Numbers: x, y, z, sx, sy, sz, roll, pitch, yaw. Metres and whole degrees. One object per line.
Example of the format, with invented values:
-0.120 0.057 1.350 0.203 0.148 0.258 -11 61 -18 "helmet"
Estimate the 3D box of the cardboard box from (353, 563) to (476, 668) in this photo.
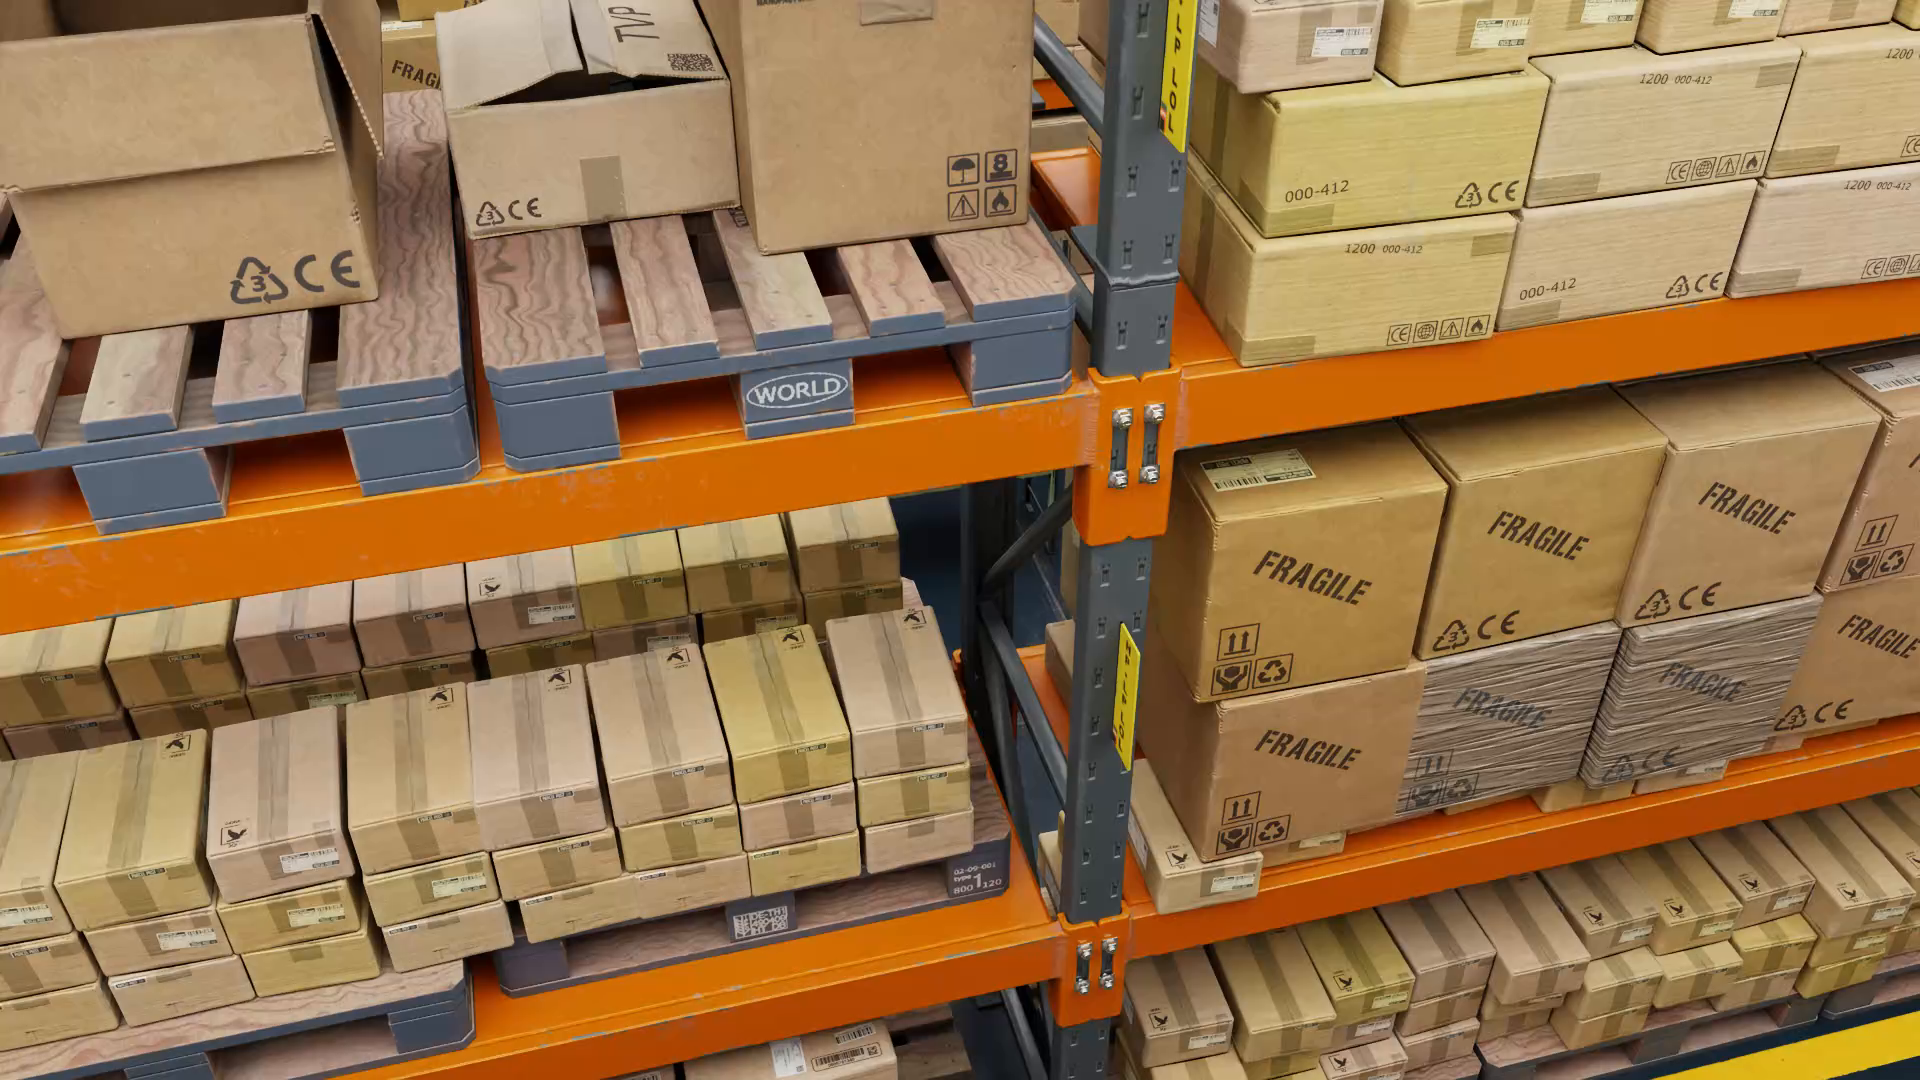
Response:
-1.314 0.114 4.003 0.250 0.149 0.380 -10 38 -12 "cardboard box"

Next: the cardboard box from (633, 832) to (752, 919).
-0.633 0.651 3.791 0.250 0.149 0.380 -9 38 -12 "cardboard box"

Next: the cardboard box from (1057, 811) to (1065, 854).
0.467 0.979 5.012 0.250 0.149 0.380 -8 38 -11 "cardboard box"

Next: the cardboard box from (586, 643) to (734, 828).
-0.655 0.417 3.608 0.250 0.149 0.380 -11 39 -13 "cardboard box"

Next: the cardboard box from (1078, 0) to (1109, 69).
0.570 -1.093 3.454 0.500 0.250 0.500 -11 39 -14 "cardboard box"

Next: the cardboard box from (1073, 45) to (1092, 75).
0.619 -2.424 8.156 0.250 0.149 0.380 -9 38 -11 "cardboard box"

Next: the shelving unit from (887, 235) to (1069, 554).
-0.006 -0.595 6.793 0.755 1.500 0.431 -9 38 -12 "shelving unit"

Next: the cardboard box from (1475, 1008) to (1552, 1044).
1.592 1.311 5.068 0.250 0.149 0.380 -11 39 -14 "cardboard box"

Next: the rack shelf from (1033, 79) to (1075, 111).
0.926 -2.497 8.638 4.000 0.370 1.077 -9 38 -12 "rack shelf"

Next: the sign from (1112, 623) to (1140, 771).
0.339 0.324 3.404 0.005 0.325 0.100 -9 38 -12 "sign"

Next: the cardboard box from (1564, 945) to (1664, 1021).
1.864 1.211 4.954 0.250 0.149 0.380 -10 38 -12 "cardboard box"

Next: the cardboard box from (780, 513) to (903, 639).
-0.309 0.067 4.310 0.250 0.149 0.380 -9 38 -11 "cardboard box"

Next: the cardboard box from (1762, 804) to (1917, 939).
2.622 0.988 5.001 0.250 0.149 0.380 -8 38 -10 "cardboard box"

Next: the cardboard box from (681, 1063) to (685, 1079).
-0.592 1.247 4.863 0.500 0.500 0.500 -8 38 -10 "cardboard box"

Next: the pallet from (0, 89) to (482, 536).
-1.433 -0.456 3.063 1.003 0.211 1.213 -9 38 -12 "pallet"

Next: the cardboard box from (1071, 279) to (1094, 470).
0.574 -0.329 4.061 0.500 0.500 0.500 -11 39 -14 "cardboard box"

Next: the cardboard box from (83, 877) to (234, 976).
-1.649 0.699 3.484 0.250 0.149 0.380 -8 38 -10 "cardboard box"

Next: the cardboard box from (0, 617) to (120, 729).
-2.068 0.240 3.840 0.250 0.149 0.380 -8 38 -10 "cardboard box"

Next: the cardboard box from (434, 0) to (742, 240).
-0.713 -0.847 3.148 0.500 0.311 0.500 -10 39 -13 "cardboard box"

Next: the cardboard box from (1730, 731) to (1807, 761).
2.055 0.399 4.466 0.250 0.149 0.380 -8 38 -10 "cardboard box"

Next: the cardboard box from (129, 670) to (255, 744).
-1.819 0.316 3.985 0.250 0.149 0.380 -10 39 -13 "cardboard box"

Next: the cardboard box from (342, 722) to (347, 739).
-1.569 0.395 4.126 0.250 0.149 0.380 -10 39 -13 "cardboard box"

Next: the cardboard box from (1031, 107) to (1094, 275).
0.522 -1.989 8.785 0.875 0.875 0.875 -9 38 -12 "cardboard box"

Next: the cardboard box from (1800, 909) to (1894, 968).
2.620 1.097 5.103 0.250 0.149 0.380 -9 38 -11 "cardboard box"

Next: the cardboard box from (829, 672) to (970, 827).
-0.142 0.453 3.805 0.250 0.149 0.380 -8 38 -11 "cardboard box"

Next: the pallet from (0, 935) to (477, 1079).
-1.770 0.831 3.852 1.213 0.211 1.003 -9 38 -12 "pallet"

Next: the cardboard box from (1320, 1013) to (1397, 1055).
1.071 1.284 4.858 0.250 0.149 0.380 -10 38 -12 "cardboard box"

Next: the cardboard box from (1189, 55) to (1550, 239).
0.718 -0.807 3.079 0.500 0.250 0.500 -8 38 -10 "cardboard box"

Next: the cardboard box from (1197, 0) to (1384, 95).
0.535 -0.933 2.917 0.250 0.149 0.380 -10 39 -13 "cardboard box"

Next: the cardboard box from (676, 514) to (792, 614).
-0.577 -0.004 4.157 0.250 0.149 0.380 -8 38 -11 "cardboard box"

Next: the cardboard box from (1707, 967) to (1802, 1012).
2.365 1.244 5.156 0.250 0.149 0.380 -9 38 -11 "cardboard box"

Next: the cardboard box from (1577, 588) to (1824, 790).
1.706 0.229 4.154 0.500 0.500 0.500 -10 39 -13 "cardboard box"

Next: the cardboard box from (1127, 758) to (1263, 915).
0.550 0.706 4.065 0.250 0.149 0.380 -8 38 -10 "cardboard box"

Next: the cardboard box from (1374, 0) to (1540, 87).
0.807 -0.957 2.947 0.250 0.149 0.380 -11 39 -14 "cardboard box"

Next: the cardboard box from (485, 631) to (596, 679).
-1.059 0.192 4.147 0.250 0.149 0.380 -11 39 -14 "cardboard box"

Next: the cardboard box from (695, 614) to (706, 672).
-0.575 0.232 4.339 0.250 0.149 0.380 -9 38 -11 "cardboard box"

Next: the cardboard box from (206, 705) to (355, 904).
-1.404 0.540 3.447 0.250 0.149 0.380 -11 39 -14 "cardboard box"

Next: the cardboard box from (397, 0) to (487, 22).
-2.285 -2.696 7.398 0.637 0.503 0.797 -9 38 -11 "cardboard box"

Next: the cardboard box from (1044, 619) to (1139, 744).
0.406 0.376 4.496 0.250 0.149 0.380 -10 38 -12 "cardboard box"

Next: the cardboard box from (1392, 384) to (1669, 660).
1.187 -0.115 3.782 0.500 0.500 0.500 -10 39 -13 "cardboard box"

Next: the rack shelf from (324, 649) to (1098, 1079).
-1.740 1.062 3.985 4.000 0.370 1.077 -9 38 -12 "rack shelf"

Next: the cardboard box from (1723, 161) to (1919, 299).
1.696 -0.747 3.412 0.500 0.250 0.500 -8 38 -10 "cardboard box"

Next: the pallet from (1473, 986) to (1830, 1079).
2.010 1.244 5.450 1.213 0.211 1.003 -9 38 -12 "pallet"

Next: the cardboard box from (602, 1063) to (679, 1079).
-0.962 1.327 4.141 0.500 0.250 0.500 -8 38 -10 "cardboard box"

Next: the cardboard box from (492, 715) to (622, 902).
-0.899 0.579 3.641 0.250 0.149 0.380 -11 39 -13 "cardboard box"

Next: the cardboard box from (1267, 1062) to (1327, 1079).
0.883 1.513 4.804 0.250 0.149 0.380 -8 38 -11 "cardboard box"

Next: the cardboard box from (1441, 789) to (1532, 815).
1.287 0.509 4.323 0.250 0.149 0.380 -11 39 -14 "cardboard box"

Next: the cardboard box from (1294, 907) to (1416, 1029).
1.090 1.178 4.753 0.250 0.149 0.380 -10 39 -13 "cardboard box"

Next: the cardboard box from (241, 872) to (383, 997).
-1.398 0.780 3.623 0.250 0.149 0.380 -8 38 -10 "cardboard box"

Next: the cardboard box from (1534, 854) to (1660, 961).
1.845 1.039 4.934 0.250 0.149 0.380 -11 39 -14 "cardboard box"
